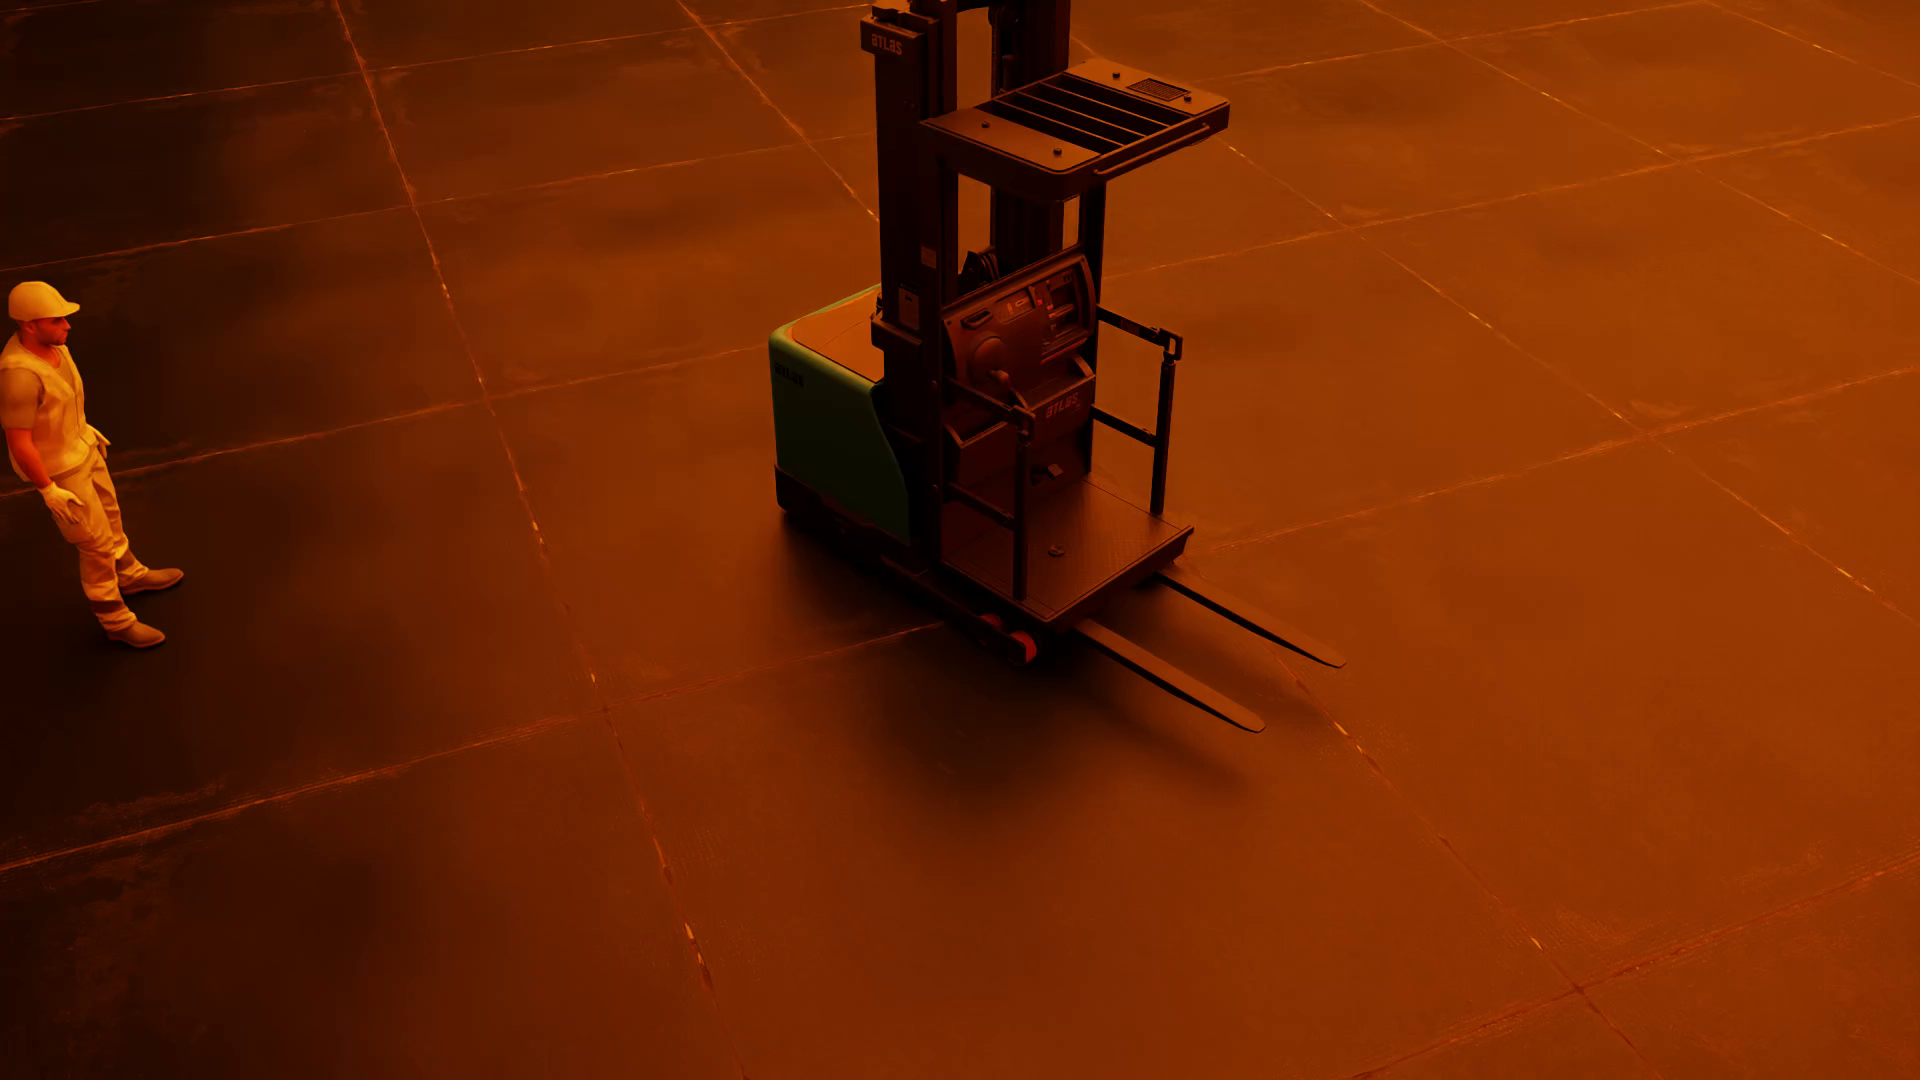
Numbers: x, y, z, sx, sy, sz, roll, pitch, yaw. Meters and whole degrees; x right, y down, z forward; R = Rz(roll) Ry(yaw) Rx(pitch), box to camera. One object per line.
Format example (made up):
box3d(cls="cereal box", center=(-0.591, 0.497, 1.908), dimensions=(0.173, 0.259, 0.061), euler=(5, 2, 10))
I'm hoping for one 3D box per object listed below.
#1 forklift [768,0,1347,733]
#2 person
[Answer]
box3d(cls="forklift", center=(0.432, -0.946, 7.429), dimensions=(3.031, 2.935, 1.130), euler=(30, 45, 35))
box3d(cls="person", center=(-4.030, -0.347, 7.583), dimensions=(0.458, 1.780, 0.659), euler=(-5, 36, -7))
